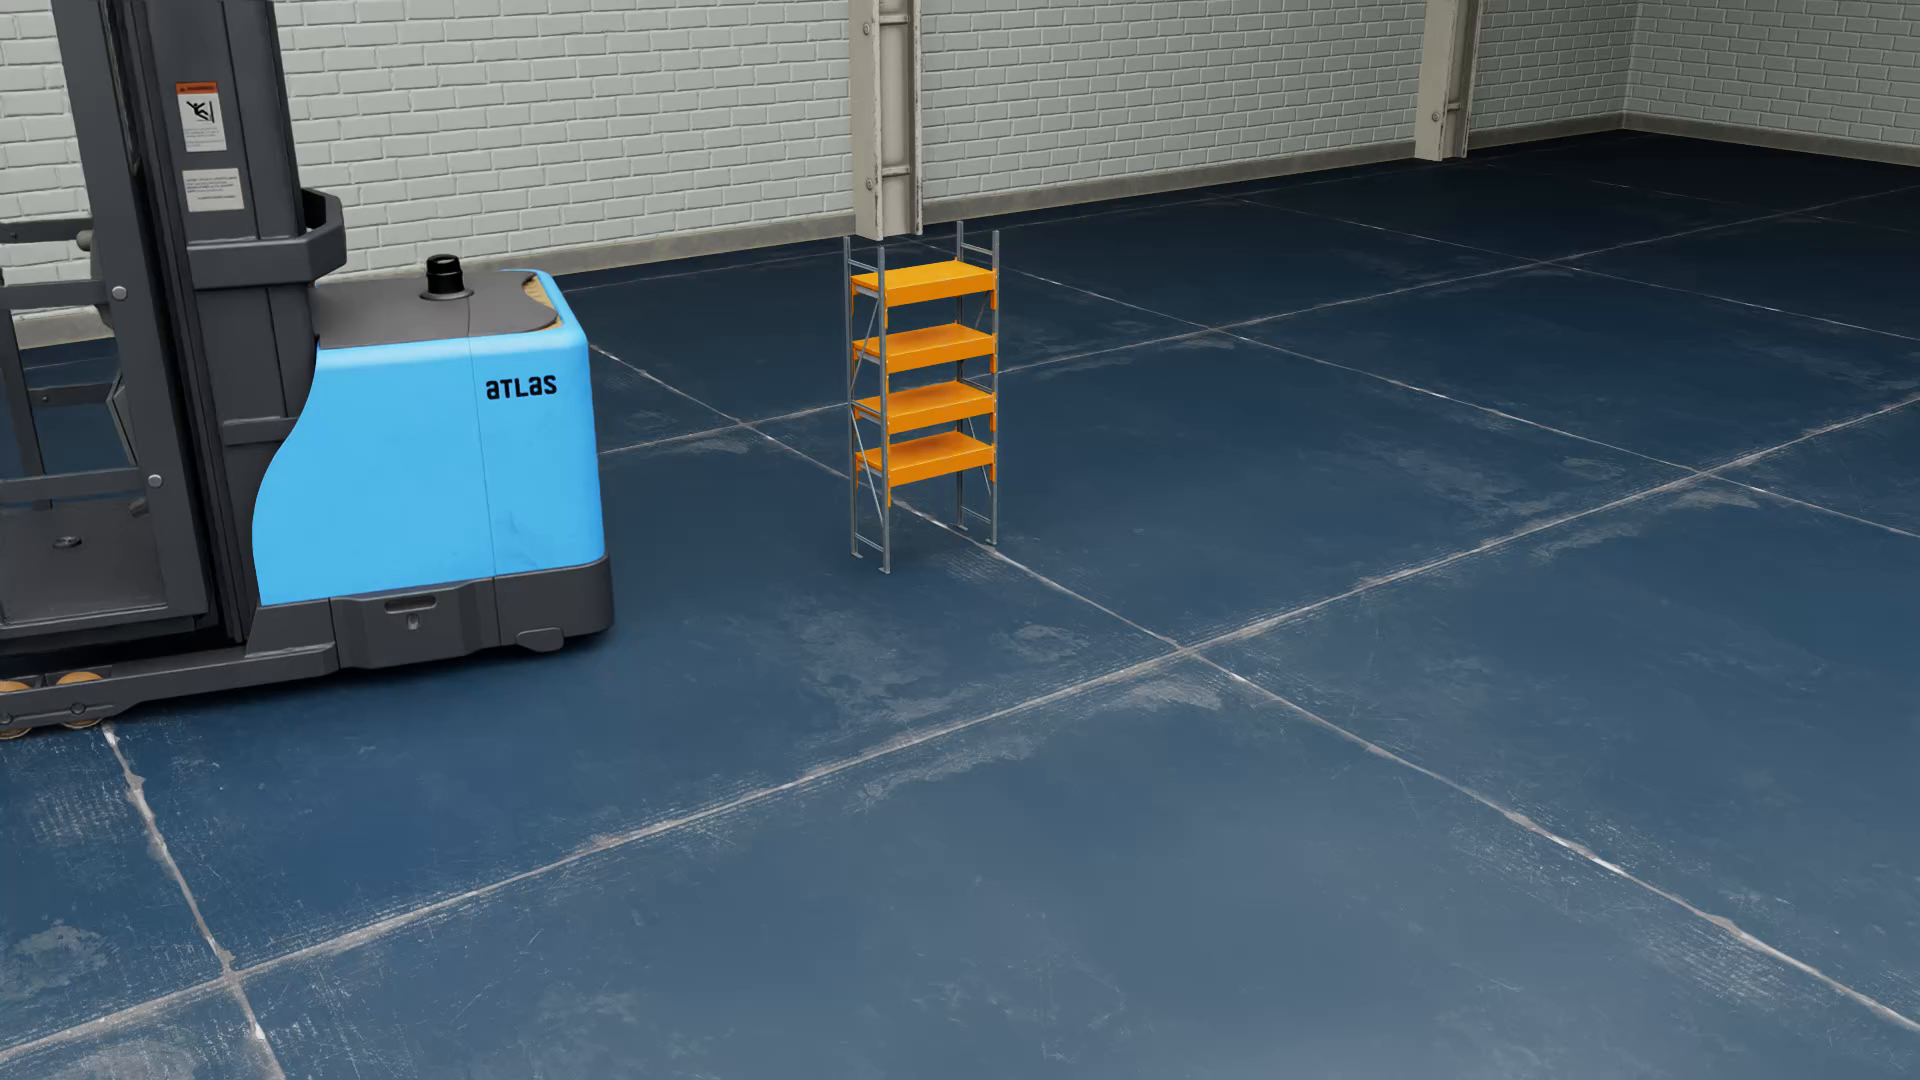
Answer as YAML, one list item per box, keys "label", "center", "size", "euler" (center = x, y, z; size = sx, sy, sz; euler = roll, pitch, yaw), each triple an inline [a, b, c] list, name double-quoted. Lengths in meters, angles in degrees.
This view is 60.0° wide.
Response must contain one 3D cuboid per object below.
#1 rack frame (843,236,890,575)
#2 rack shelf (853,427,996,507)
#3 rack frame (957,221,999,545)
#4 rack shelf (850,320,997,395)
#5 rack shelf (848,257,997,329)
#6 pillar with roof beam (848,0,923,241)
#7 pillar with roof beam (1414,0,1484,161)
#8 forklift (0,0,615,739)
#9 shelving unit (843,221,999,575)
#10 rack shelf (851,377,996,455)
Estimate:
- label: "rack frame"
  center: [-0.332, -0.469, 5.952]
  size: [0.015, 1.200, 0.240]
  euler: [-15, 26, -33]
- label: "rack shelf"
  center: [-0.134, -0.275, 6.183]
  size: [0.480, 0.148, 0.258]
  euler: [-15, 26, -33]
- label: "rack frame"
  center: [0.064, -0.574, 6.217]
  size: [0.015, 1.200, 0.240]
  euler: [-15, 26, -33]
- label: "rack shelf"
  center: [-0.134, -0.667, 6.026]
  size: [0.480, 0.148, 0.258]
  euler: [-15, 26, -33]
- label: "rack shelf"
  center: [-0.134, -0.886, 5.939]
  size: [0.480, 0.148, 0.258]
  euler: [-15, 26, -33]
- label: "pillar with roof beam"
  center: [2.003, -5.071, 6.962]
  size: [0.400, 9.000, 9.100]
  euler: [-15, 26, -33]
- label: "pillar with roof beam"
  center: [6.873, -6.369, 10.217]
  size: [0.400, 9.000, 9.100]
  euler: [-15, 26, -33]
- label: "forklift"
  center: [-2.722, -0.993, 4.930]
  size: [3.031, 2.935, 1.130]
  euler: [-8, 23, -18]
- label: "shelving unit"
  center: [-0.134, -0.521, 6.084]
  size: [0.503, 1.200, 0.258]
  euler: [-15, 26, -33]
- label: "rack shelf"
  center: [-0.134, -0.459, 6.109]
  size: [0.480, 0.148, 0.258]
  euler: [-15, 26, -33]
